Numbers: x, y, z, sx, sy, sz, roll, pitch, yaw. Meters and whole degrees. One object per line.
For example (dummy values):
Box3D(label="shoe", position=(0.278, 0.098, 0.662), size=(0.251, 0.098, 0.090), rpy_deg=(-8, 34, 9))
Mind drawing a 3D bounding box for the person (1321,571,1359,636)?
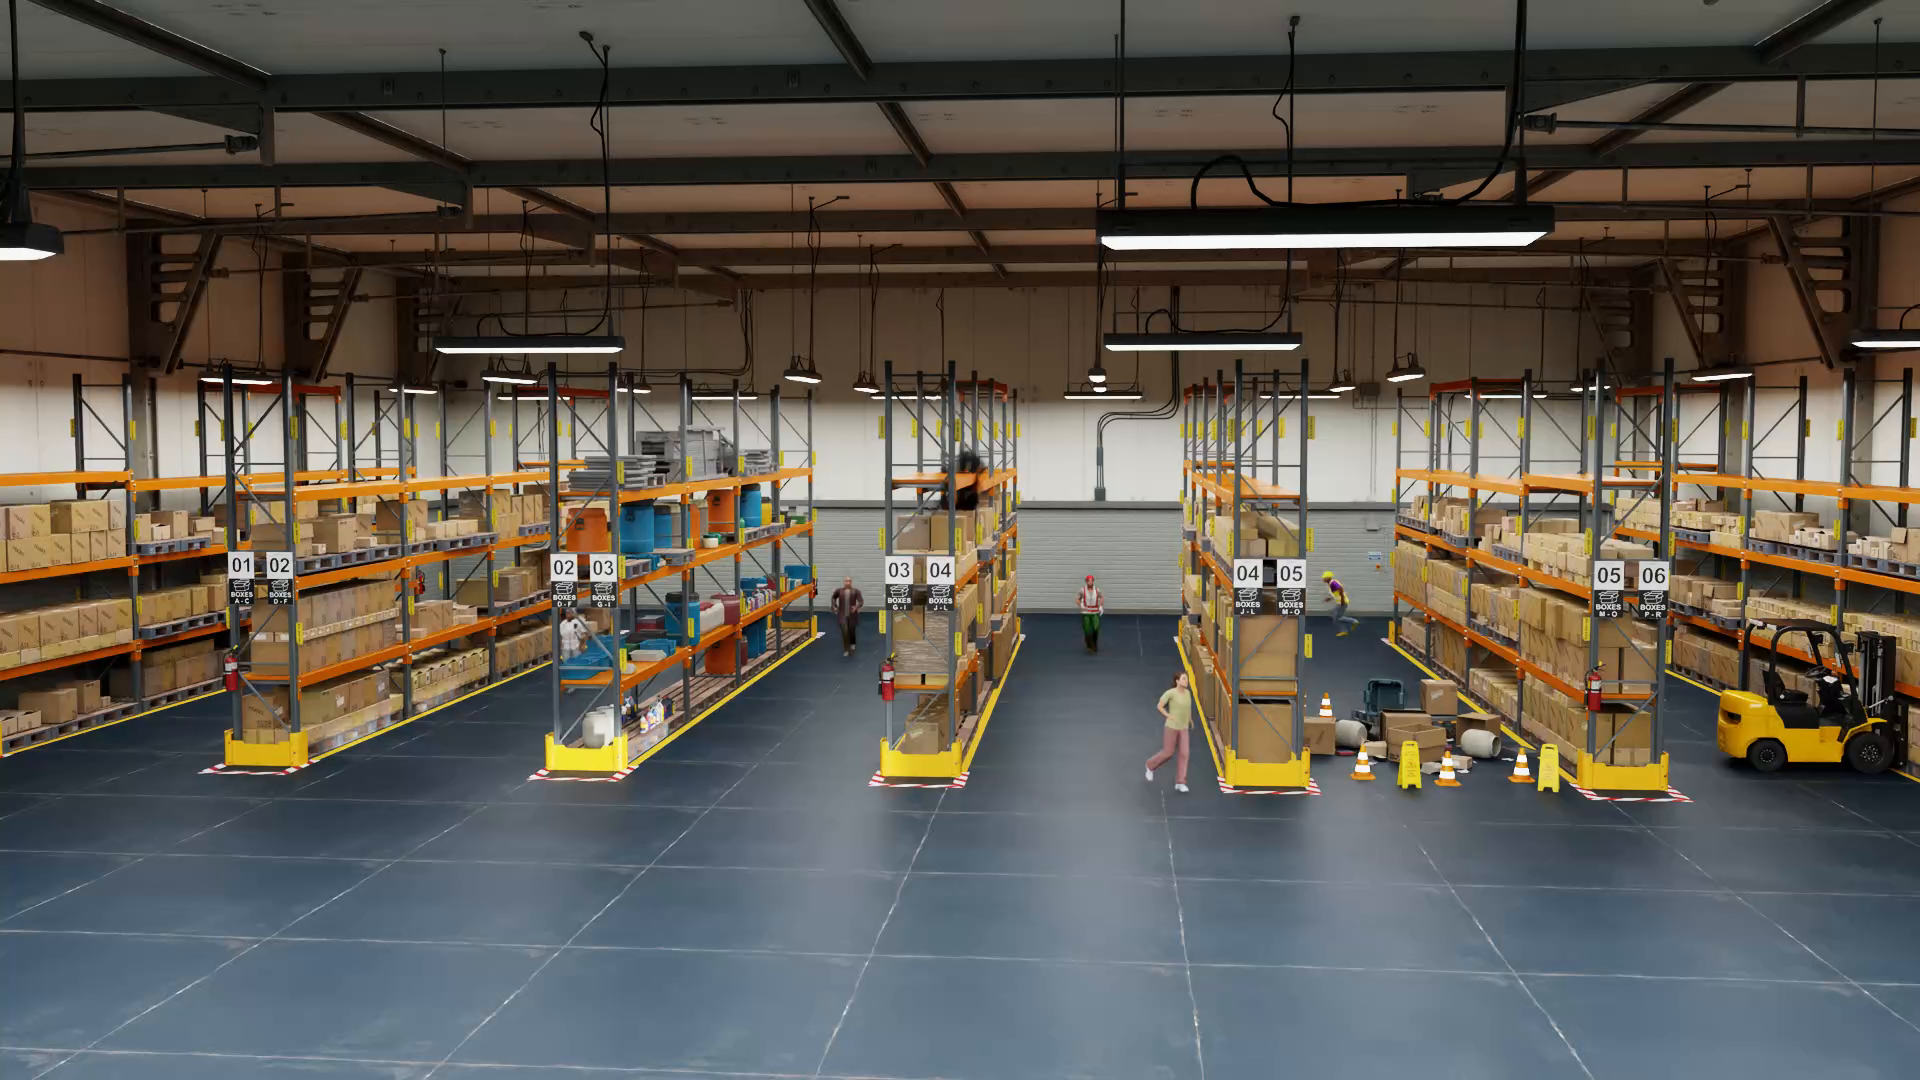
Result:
Box3D(label="person", position=(9.247, 1.554, 40.469), size=(0.920, 1.592, 0.713), rpy_deg=(1, 4, 10))

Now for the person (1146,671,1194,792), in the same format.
Box3D(label="person", position=(3.063, 2.641, 23.303), size=(0.635, 1.627, 0.930), rpy_deg=(-2, 4, -29))

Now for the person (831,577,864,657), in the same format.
Box3D(label="person", position=(-2.515, 1.690, 37.029), size=(0.735, 1.758, 0.922), rpy_deg=(0, 4, -3))

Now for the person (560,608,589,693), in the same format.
Box3D(label="person", position=(-7.443, 2.086, 31.853), size=(0.629, 1.667, 0.539), rpy_deg=(0, 4, -4))

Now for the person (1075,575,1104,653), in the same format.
Box3D(label="person", position=(2.917, 1.663, 37.330), size=(0.648, 1.759, 0.640), rpy_deg=(0, 4, 1))
